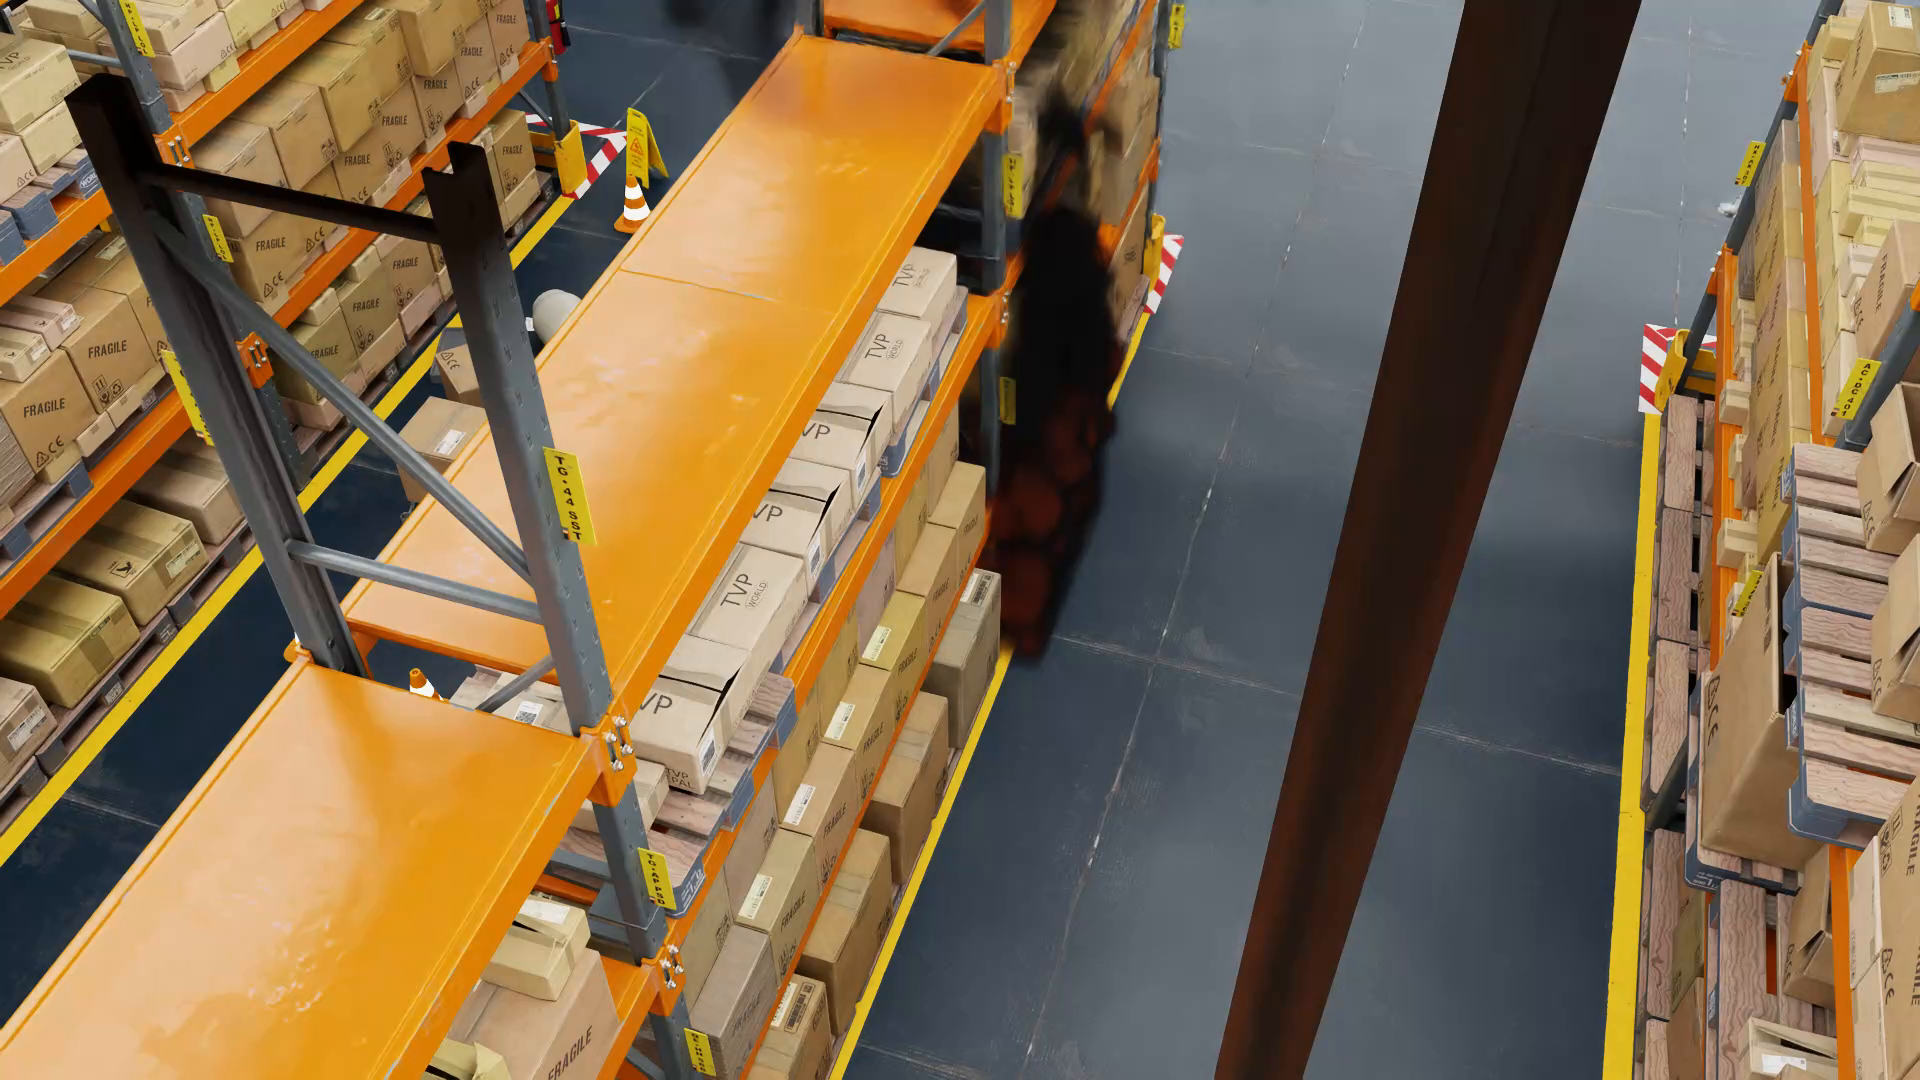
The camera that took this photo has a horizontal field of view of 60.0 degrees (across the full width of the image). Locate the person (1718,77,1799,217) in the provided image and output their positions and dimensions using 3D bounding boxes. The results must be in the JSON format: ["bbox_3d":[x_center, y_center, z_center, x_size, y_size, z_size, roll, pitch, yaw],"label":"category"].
[{"bbox_3d":[6.325,-2.988,12.503,0.576,1.715,0.875,-22,50,-20],"label":"person"}]
